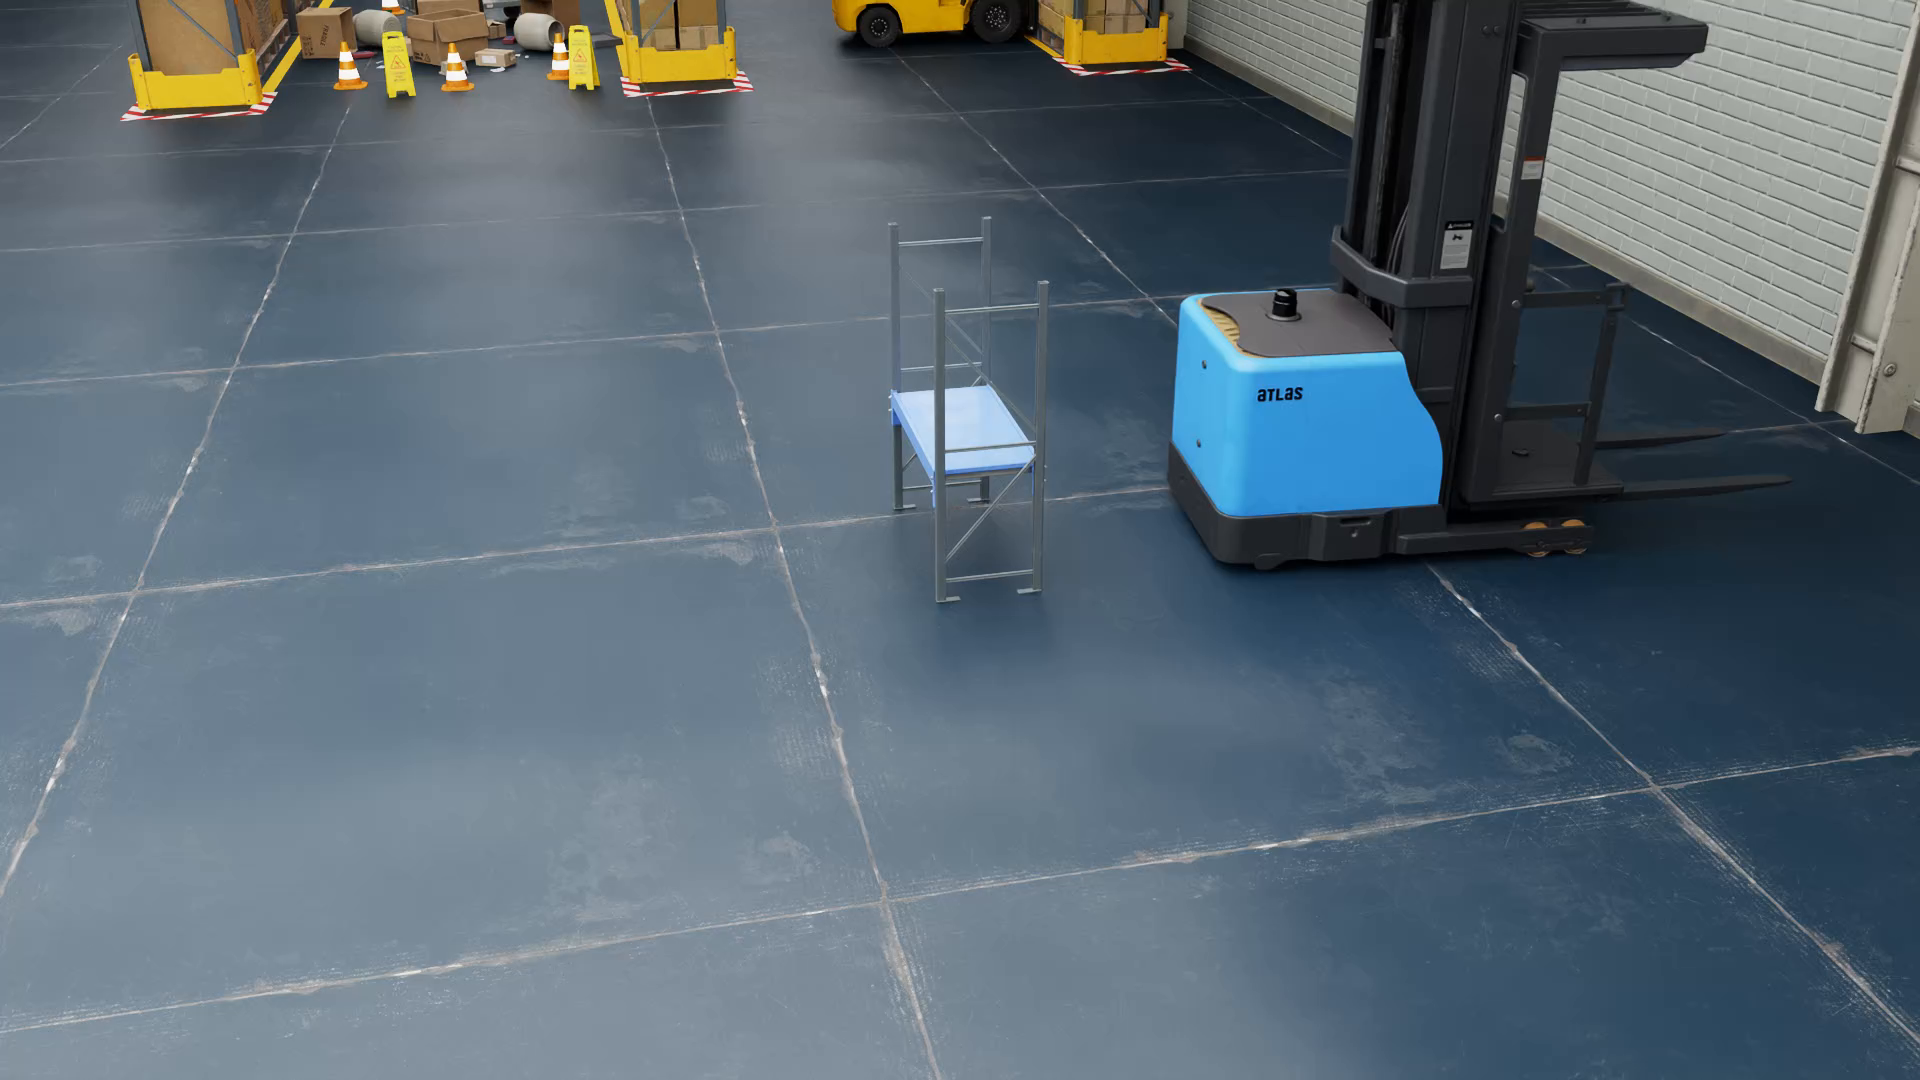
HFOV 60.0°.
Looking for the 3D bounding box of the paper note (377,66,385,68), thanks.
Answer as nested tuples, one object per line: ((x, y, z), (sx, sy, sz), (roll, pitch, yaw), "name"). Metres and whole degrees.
((-6.531, -5.378, 18.873), (0.144, 0.017, 0.142), (3, 27, 6), "paper note")

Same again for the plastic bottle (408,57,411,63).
((-6.441, -5.544, 19.166), (0.133, 0.061, 0.283), (-16, 31, -29), "plastic bottle")

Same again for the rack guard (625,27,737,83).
((-3.059, -5.326, 18.247), (1.175, 0.500, 0.348), (-6, 27, -12), "rack guard")

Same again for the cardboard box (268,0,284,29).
((-8.669, -6.573, 19.836), (0.875, 0.875, 0.875), (-6, 27, -11), "cardboard box")

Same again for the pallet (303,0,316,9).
((-9.268, -7.240, 22.361), (1.003, 0.211, 1.213), (-6, 27, -12), "pallet")

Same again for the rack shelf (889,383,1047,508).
((0.019, -0.472, 7.919), (0.538, 0.185, 1.000), (-6, 27, -12), "rack shelf")

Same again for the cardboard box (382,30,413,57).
((-6.561, -5.829, 19.505), (0.396, 0.266, 0.258), (-1, 27, -3), "cardboard box")

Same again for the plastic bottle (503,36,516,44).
((-5.479, -6.096, 20.259), (0.133, 0.061, 0.283), (-1, 27, -3), "plastic bottle")

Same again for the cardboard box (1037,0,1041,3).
((1.140, -6.725, 20.276), (0.500, 0.250, 0.500), (-7, 28, -13), "cardboard box")

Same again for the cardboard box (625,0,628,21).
((-3.597, -6.257, 19.071), (0.500, 0.500, 0.500), (-5, 27, -10), "cardboard box")

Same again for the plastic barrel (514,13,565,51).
((-4.982, -6.011, 19.690), (0.512, 0.421, 0.421), (13, 30, 24), "plastic barrel")

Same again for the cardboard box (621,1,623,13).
((-3.819, -6.372, 20.131), (0.500, 0.250, 0.500), (-6, 27, -12), "cardboard box")

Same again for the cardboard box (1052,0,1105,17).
((1.380, -6.279, 19.392), (0.500, 0.250, 0.500), (-6, 27, -12), "cardboard box")

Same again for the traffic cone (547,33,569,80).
((-4.395, -5.334, 18.304), (0.336, 0.463, 0.334), (-6, 27, -12), "traffic cone")

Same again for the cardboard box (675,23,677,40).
((-3.061, -5.976, 19.345), (0.500, 0.250, 0.500), (-5, 27, -10), "cardboard box")

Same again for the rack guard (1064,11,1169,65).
((1.799, -5.788, 19.162), (1.175, 0.500, 0.348), (-6, 27, -12), "rack guard")

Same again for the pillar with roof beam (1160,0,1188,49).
((-1.679, -9.552, 17.189), (9.100, 9.000, 0.400), (-6, 27, -12), "pillar with roof beam")

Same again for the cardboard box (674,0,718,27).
((-2.960, -6.096, 18.752), (0.500, 0.500, 0.500), (-7, 28, -13), "cardboard box")

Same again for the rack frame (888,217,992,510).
((-0.095, -0.855, 8.280), (0.500, 1.500, 0.032), (-6, 27, -12), "rack frame")

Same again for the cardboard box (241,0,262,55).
((-8.259, -5.777, 18.260), (0.875, 0.875, 0.875), (-6, 27, -12), "cardboard box")

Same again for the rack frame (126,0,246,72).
((-7.841, -5.861, 16.534), (1.000, 3.000, 0.127), (-6, 27, -12), "rack frame")

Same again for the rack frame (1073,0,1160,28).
((1.794, -6.914, 18.620), (1.000, 3.000, 0.127), (-6, 27, -12), "rack frame")

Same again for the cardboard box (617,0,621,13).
((-4.073, -6.838, 21.054), (0.500, 0.250, 0.500), (-7, 28, -14), "cardboard box")

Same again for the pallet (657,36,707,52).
((-3.207, -5.557, 19.026), (1.003, 0.211, 1.213), (-6, 27, -12), "pallet")

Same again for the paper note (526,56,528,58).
((-5.061, -5.650, 19.432), (0.032, 0.001, 0.123), (-6, 27, -12), "paper note")

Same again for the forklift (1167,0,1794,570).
((2.643, -1.458, 7.885), (3.031, 2.935, 1.130), (-4, 27, -8), "forklift")

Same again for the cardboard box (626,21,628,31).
((-3.595, -5.924, 19.244), (0.500, 0.250, 0.500), (-6, 27, -11), "cardboard box")

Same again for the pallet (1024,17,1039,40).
((1.309, -6.535, 20.964), (1.003, 0.211, 1.213), (-6, 27, -12), "pallet")

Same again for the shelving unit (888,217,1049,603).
((0.019, -0.632, 7.838), (0.538, 1.500, 1.048), (-6, 27, -12), "shelving unit")

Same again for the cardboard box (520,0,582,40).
((-5.027, -6.441, 20.454), (0.500, 0.500, 0.500), (13, 30, 24), "cardboard box")

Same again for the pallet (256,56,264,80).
((-8.098, -4.960, 17.842), (1.003, 0.211, 1.213), (-6, 27, -12), "pallet")

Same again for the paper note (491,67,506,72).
((-5.194, -5.296, 18.708), (0.148, 0.019, 0.142), (-16, 31, -29), "paper note")

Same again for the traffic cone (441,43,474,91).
((-5.400, -5.072, 17.785), (0.336, 0.463, 0.334), (-6, 27, -12), "traffic cone")

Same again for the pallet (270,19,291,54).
((-8.648, -6.031, 19.964), (1.003, 0.211, 1.213), (-6, 27, -12), "pallet")

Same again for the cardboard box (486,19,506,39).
((-5.850, -6.368, 20.573), (0.396, 0.266, 0.258), (19, 32, 32), "cardboard box")

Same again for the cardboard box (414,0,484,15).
((-6.123, -6.278, 19.980), (0.797, 0.637, 0.503), (-6, 27, -12), "cardboard box")

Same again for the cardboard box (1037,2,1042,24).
((1.173, -6.488, 20.361), (0.500, 0.250, 0.500), (-6, 27, -11), "cardboard box")

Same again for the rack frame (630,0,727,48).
((-3.041, -6.408, 17.618), (1.000, 3.000, 0.127), (-6, 27, -12), "rack frame")

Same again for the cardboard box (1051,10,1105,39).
((1.380, -6.048, 19.490), (0.500, 0.250, 0.500), (-6, 27, -11), "cardboard box")

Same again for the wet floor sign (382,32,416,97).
((-5.906, -4.999, 17.438), (0.267, 0.644, 0.232), (-11, 29, -20), "wet floor sign")

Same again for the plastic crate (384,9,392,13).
((-7.427, -6.445, 20.746), (0.450, 0.188, 0.662), (-2, 25, 20), "plastic crate")
